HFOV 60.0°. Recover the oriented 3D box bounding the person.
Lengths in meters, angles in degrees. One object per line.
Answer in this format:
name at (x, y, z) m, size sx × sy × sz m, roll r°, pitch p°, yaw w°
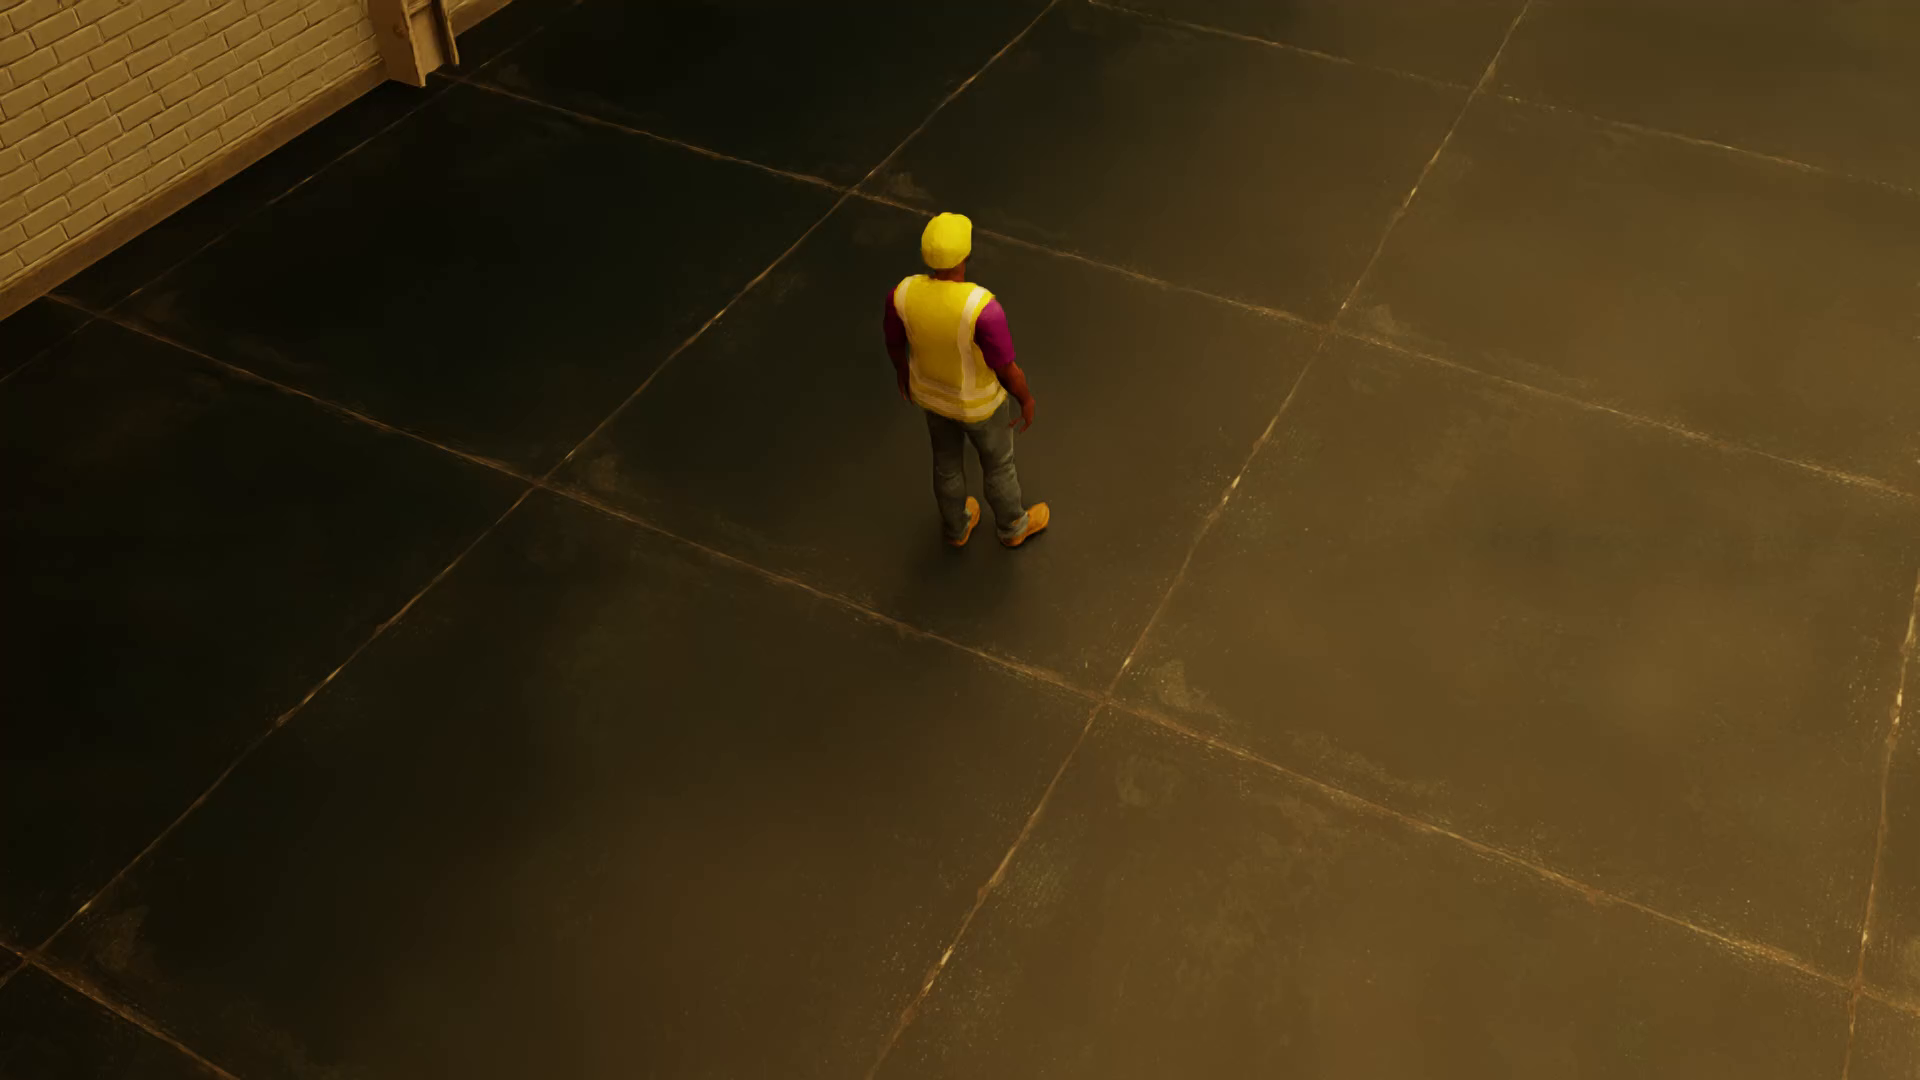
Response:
person at (0.037, -0.689, 7.224) m, size 0.665 × 1.766 × 0.576 m, roll 20°, pitch 47°, yaw 20°
